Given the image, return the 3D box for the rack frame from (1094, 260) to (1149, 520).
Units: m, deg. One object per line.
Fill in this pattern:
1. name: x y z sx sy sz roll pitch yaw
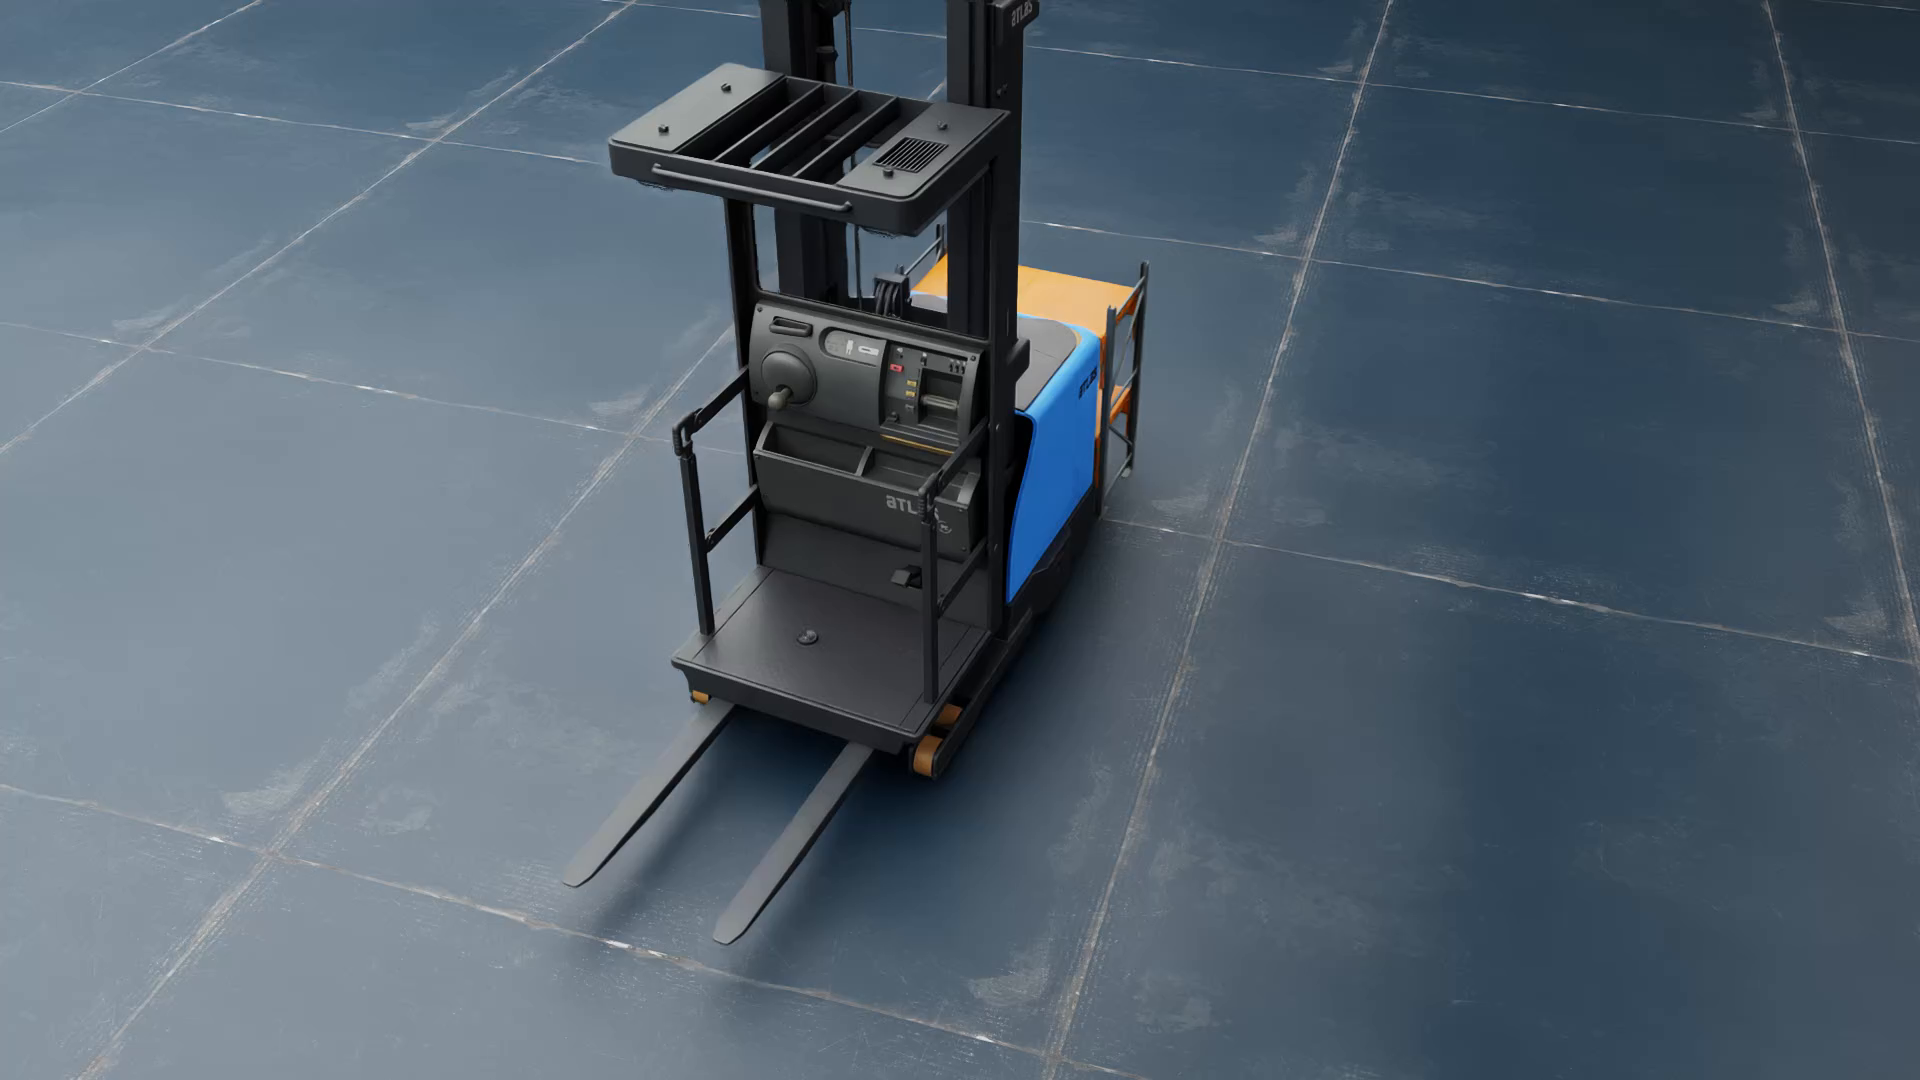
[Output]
1. rack frame: 0.751 -0.685 7.732 0.032 1.125 0.500 14 39 19

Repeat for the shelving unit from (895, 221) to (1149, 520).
1. shelving unit: 0.284 -0.805 7.895 1.048 1.125 0.538 14 39 19

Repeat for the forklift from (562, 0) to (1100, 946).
1. forklift: -0.450 -0.549 6.024 1.130 2.935 3.031 15 39 19

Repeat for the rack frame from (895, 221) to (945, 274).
1. rack frame: -0.183 -0.925 8.057 0.032 1.125 0.500 14 39 19

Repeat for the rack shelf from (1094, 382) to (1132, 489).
1. rack shelf: 0.284 -0.608 8.040 1.000 0.278 0.538 14 39 19

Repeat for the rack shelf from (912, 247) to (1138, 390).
1. rack shelf: 0.284 -1.041 7.721 1.000 0.278 0.538 14 39 19
